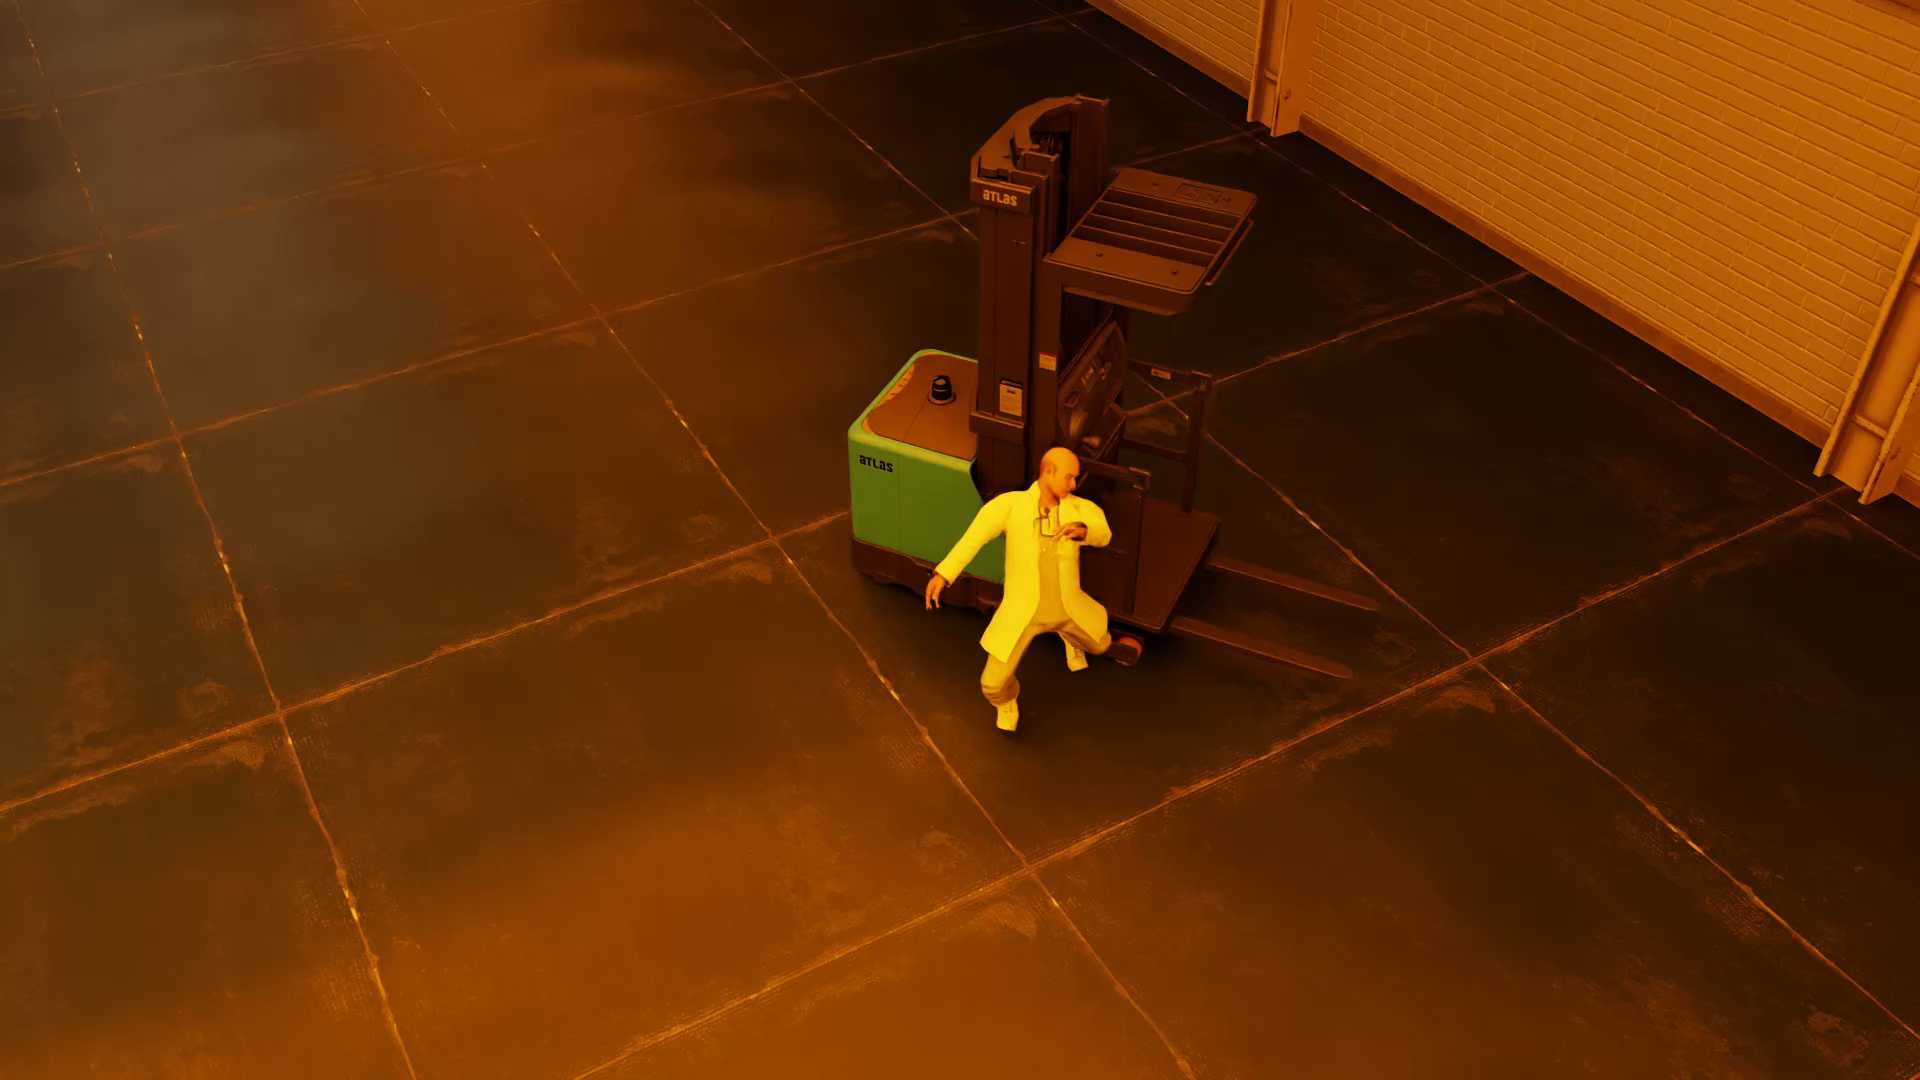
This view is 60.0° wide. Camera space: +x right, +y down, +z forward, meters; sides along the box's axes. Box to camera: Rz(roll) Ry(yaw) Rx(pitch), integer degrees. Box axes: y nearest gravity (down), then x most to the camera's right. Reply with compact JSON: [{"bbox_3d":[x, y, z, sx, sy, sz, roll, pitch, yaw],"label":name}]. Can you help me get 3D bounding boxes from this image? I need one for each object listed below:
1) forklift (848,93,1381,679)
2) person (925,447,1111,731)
[{"bbox_3d":[0.906,-0.802,9.003,3.031,2.935,1.130,17,42,19],"label":"forklift"},{"bbox_3d":[0.294,0.334,8.710,1.070,1.508,0.811,-12,41,-15],"label":"person"}]
